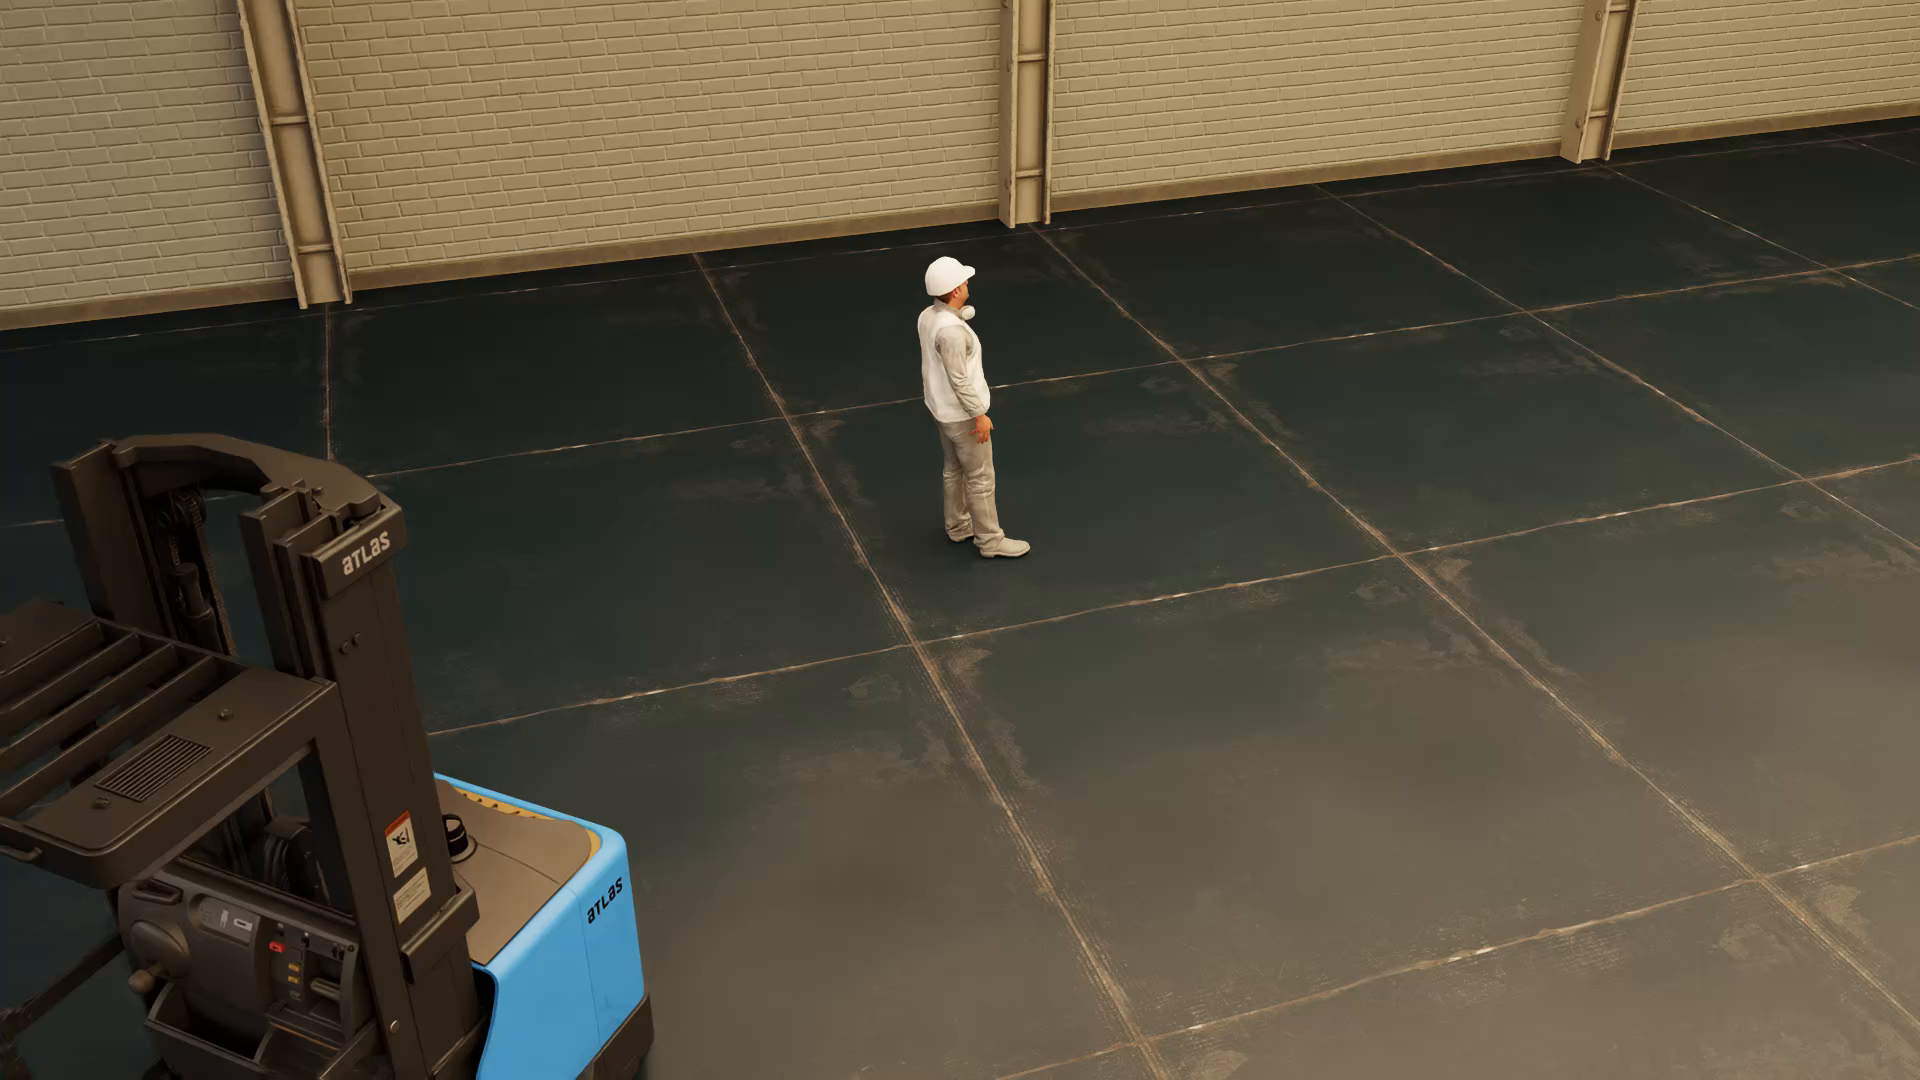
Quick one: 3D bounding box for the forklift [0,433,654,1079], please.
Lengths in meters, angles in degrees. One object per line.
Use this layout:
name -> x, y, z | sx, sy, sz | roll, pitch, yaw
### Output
forklift -> -2.261, 1.293, 4.840 | 1.130, 2.935, 3.031 | 13, 32, 21

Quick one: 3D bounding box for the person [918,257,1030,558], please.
person -> 0.062, -0.782, 9.591 | 0.566, 1.775, 0.634 | -10, 31, -16
